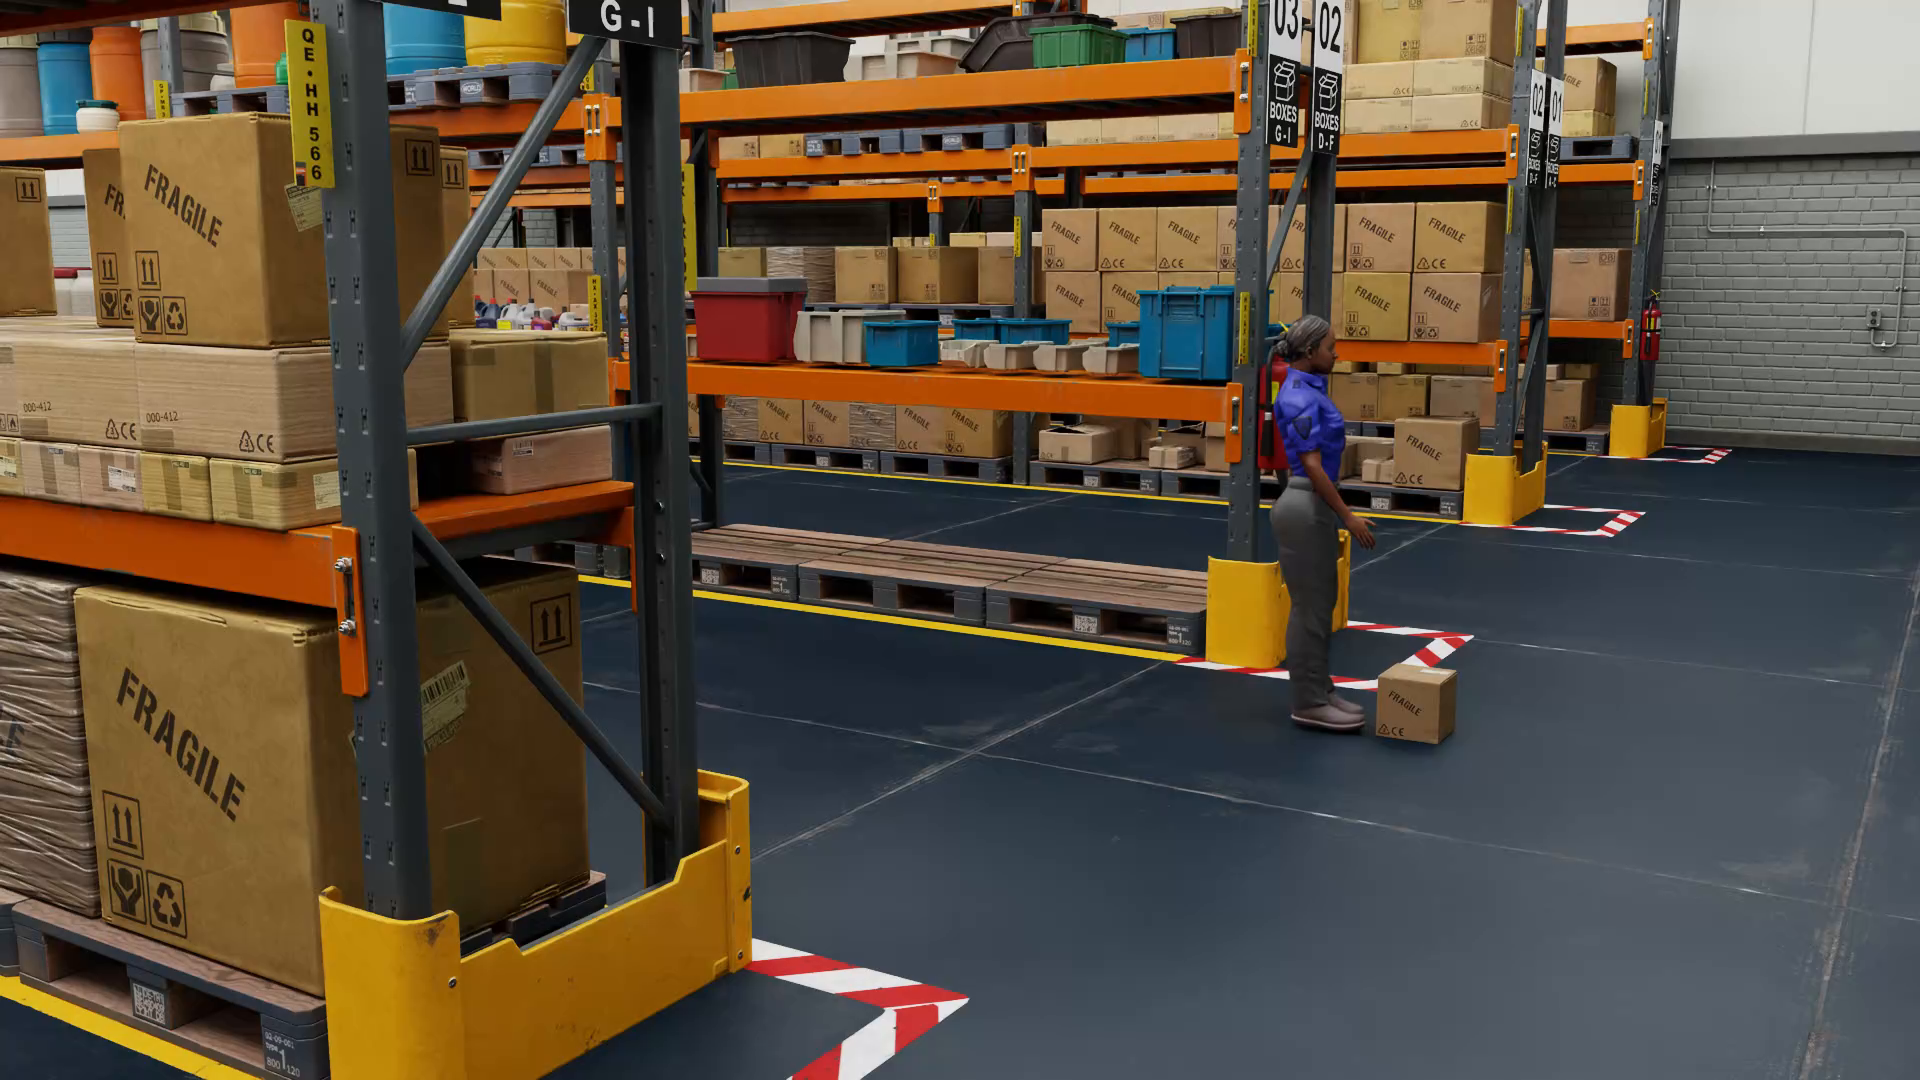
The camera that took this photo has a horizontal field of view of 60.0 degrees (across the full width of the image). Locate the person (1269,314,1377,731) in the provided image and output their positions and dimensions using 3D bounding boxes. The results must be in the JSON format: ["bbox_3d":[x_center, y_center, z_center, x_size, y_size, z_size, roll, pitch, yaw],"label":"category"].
[{"bbox_3d":[1.475,-0.059,6.748,0.439,1.673,0.462,3,10,16],"label":"person"}]
